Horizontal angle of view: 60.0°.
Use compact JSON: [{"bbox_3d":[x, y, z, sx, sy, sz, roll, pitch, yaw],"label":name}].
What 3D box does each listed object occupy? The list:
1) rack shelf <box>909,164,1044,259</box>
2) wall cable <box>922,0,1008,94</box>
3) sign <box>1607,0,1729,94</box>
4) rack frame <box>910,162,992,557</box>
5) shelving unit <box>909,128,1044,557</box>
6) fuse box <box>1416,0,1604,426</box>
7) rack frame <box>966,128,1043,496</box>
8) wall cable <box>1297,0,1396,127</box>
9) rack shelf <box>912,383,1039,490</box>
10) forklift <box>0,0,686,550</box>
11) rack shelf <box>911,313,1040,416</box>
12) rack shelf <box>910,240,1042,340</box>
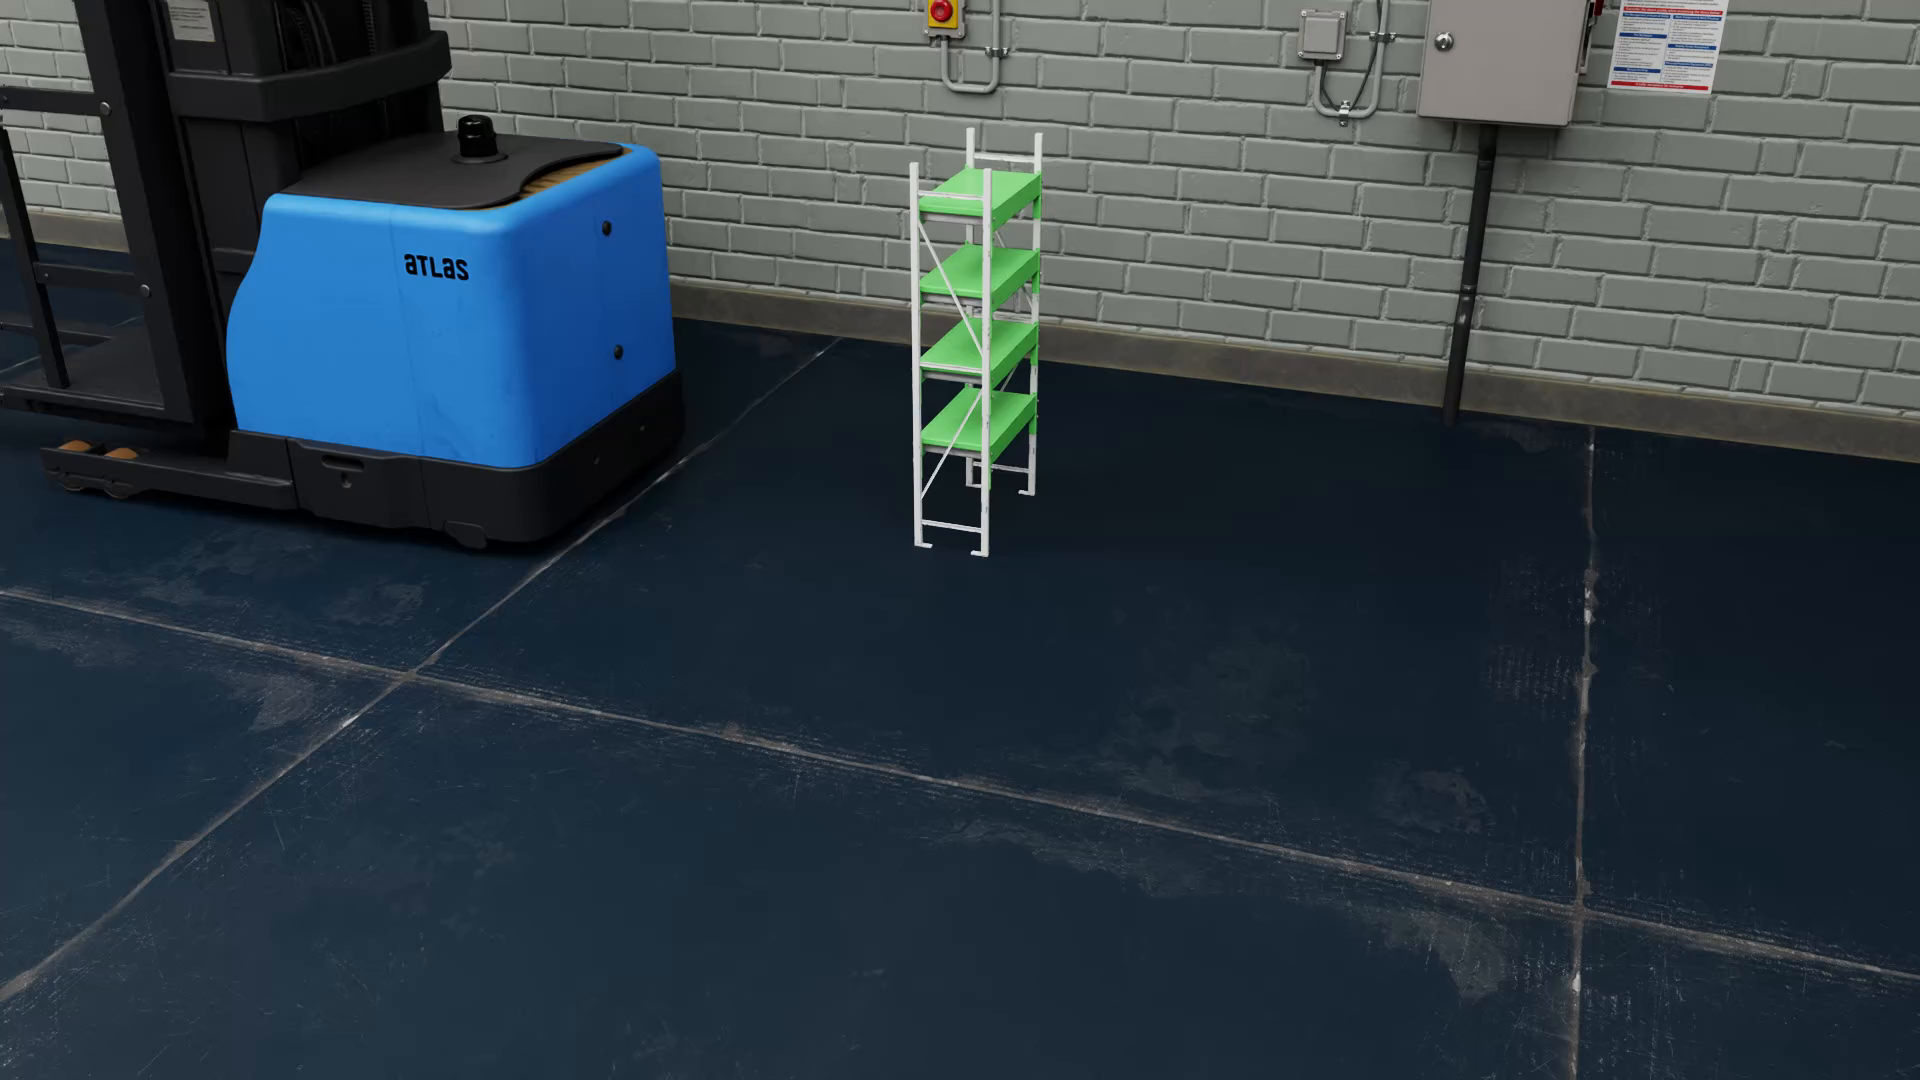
[{"bbox_3d":[0.055,-0.983,4.948,0.258,0.148,0.480,9,27,17],"label":"rack shelf"},{"bbox_3d":[-0.110,-2.603,5.983,0.585,1.953,0.123,9,27,17],"label":"wall cable"},{"bbox_3d":[2.357,-1.738,5.506,0.329,0.494,0.001,9,27,17],"label":"sign"},{"bbox_3d":[-0.026,-0.508,4.922,0.240,1.200,0.015,9,27,17],"label":"rack frame"},{"bbox_3d":[0.055,-0.608,5.129,0.258,1.200,0.503,9,27,17],"label":"shelving unit"},{"bbox_3d":[1.823,-1.187,5.739,0.539,1.711,0.414,9,27,17],"label":"fuse box"},{"bbox_3d":[0.136,-0.708,5.336,0.240,1.200,0.015,9,27,17],"label":"rack frame"},{"bbox_3d":[1.232,-2.388,5.574,0.588,1.984,0.122,9,27,17],"label":"wall cable"},{"bbox_3d":[0.055,-0.335,5.261,0.258,0.148,0.480,9,27,17],"label":"rack shelf"},{"bbox_3d":[-2.545,-1.663,5.321,3.031,2.935,1.130,8,27,17],"label":"forklift"},{"bbox_3d":[0.055,-0.551,5.157,0.258,0.148,0.480,9,27,17],"label":"rack shelf"},{"bbox_3d":[0.055,-0.767,5.052,0.258,0.148,0.480,9,27,17],"label":"rack shelf"}]
